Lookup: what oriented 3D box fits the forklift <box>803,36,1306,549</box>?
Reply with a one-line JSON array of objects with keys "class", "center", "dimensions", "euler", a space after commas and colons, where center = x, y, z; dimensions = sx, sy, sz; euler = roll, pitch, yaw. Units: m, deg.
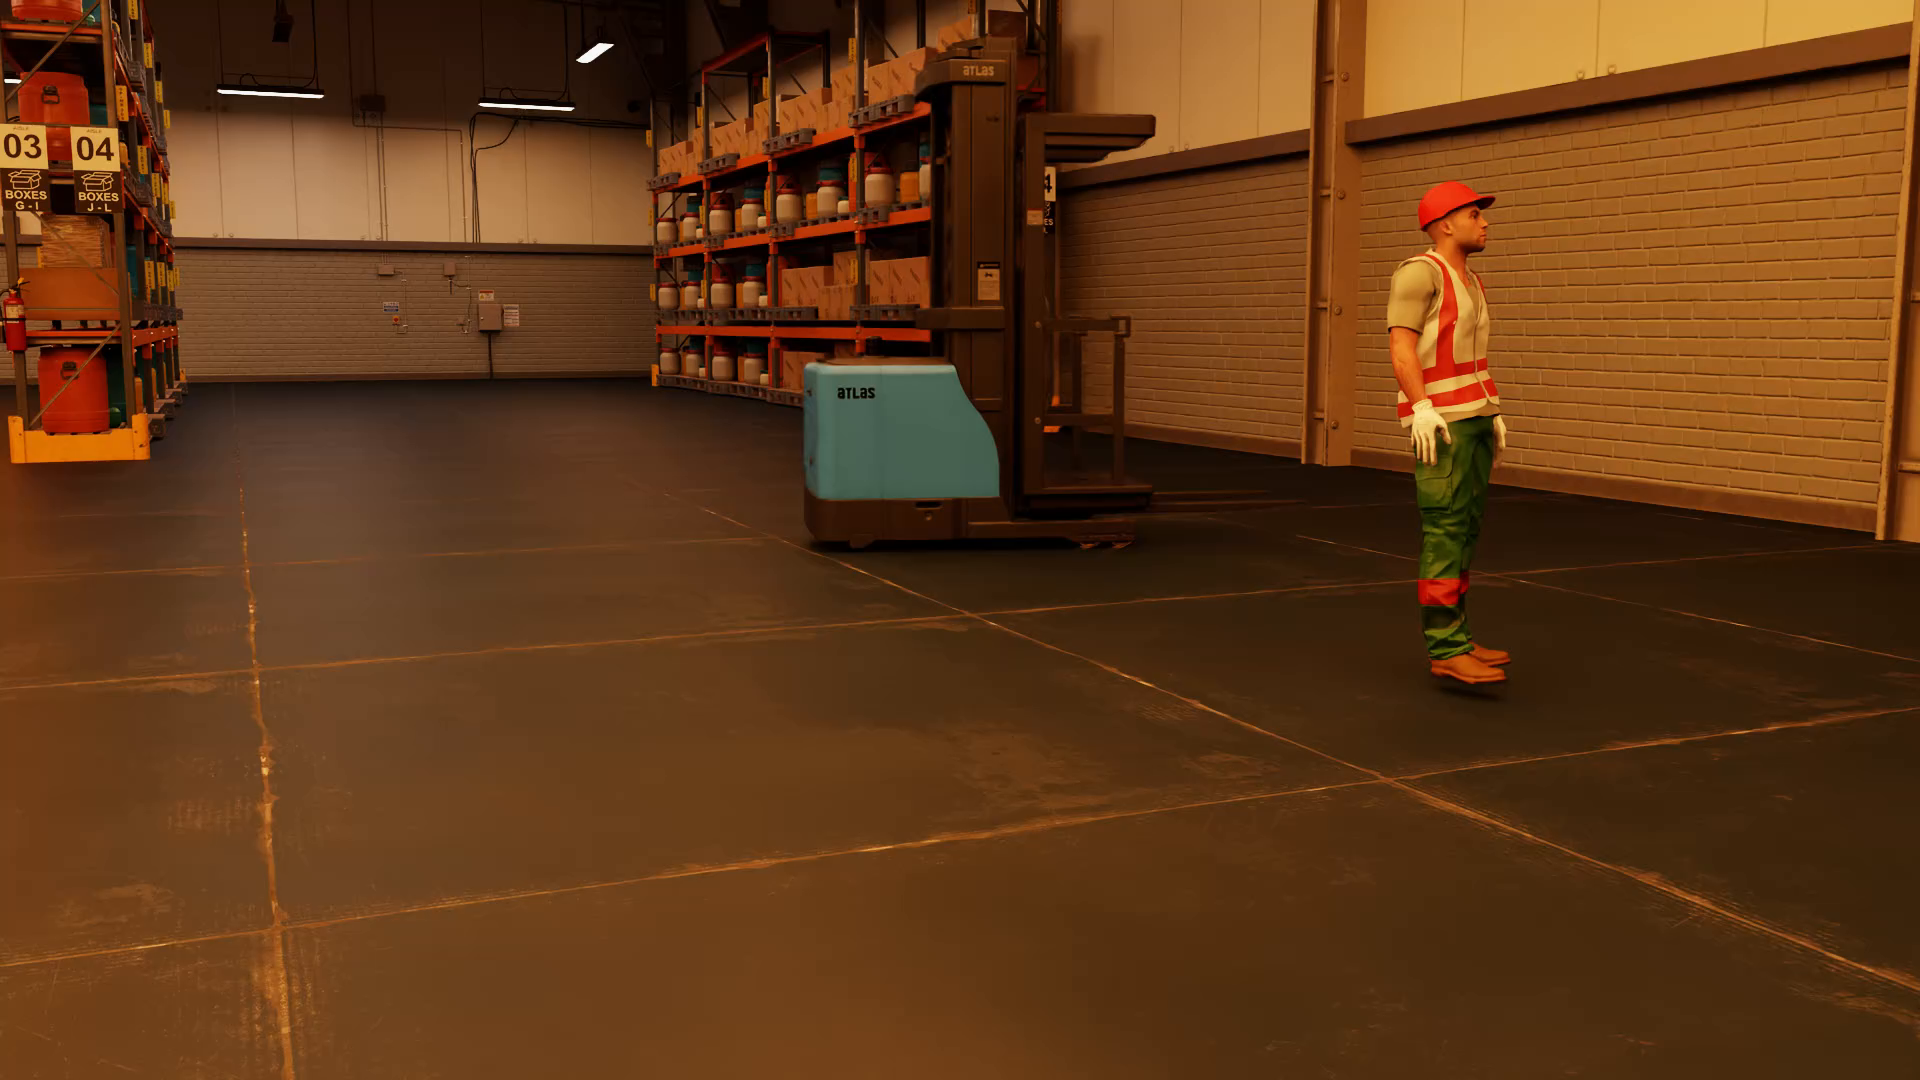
[{"class": "forklift", "center": [0.582, -1.473, 10.112], "dimensions": [3.031, 2.935, 1.130], "euler": [-1, 8, -10]}]

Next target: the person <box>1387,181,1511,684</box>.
[{"class": "person", "center": [1.869, -0.414, 6.087], "dimensions": [0.565, 1.786, 0.638], "euler": [7, 10, 41]}]
